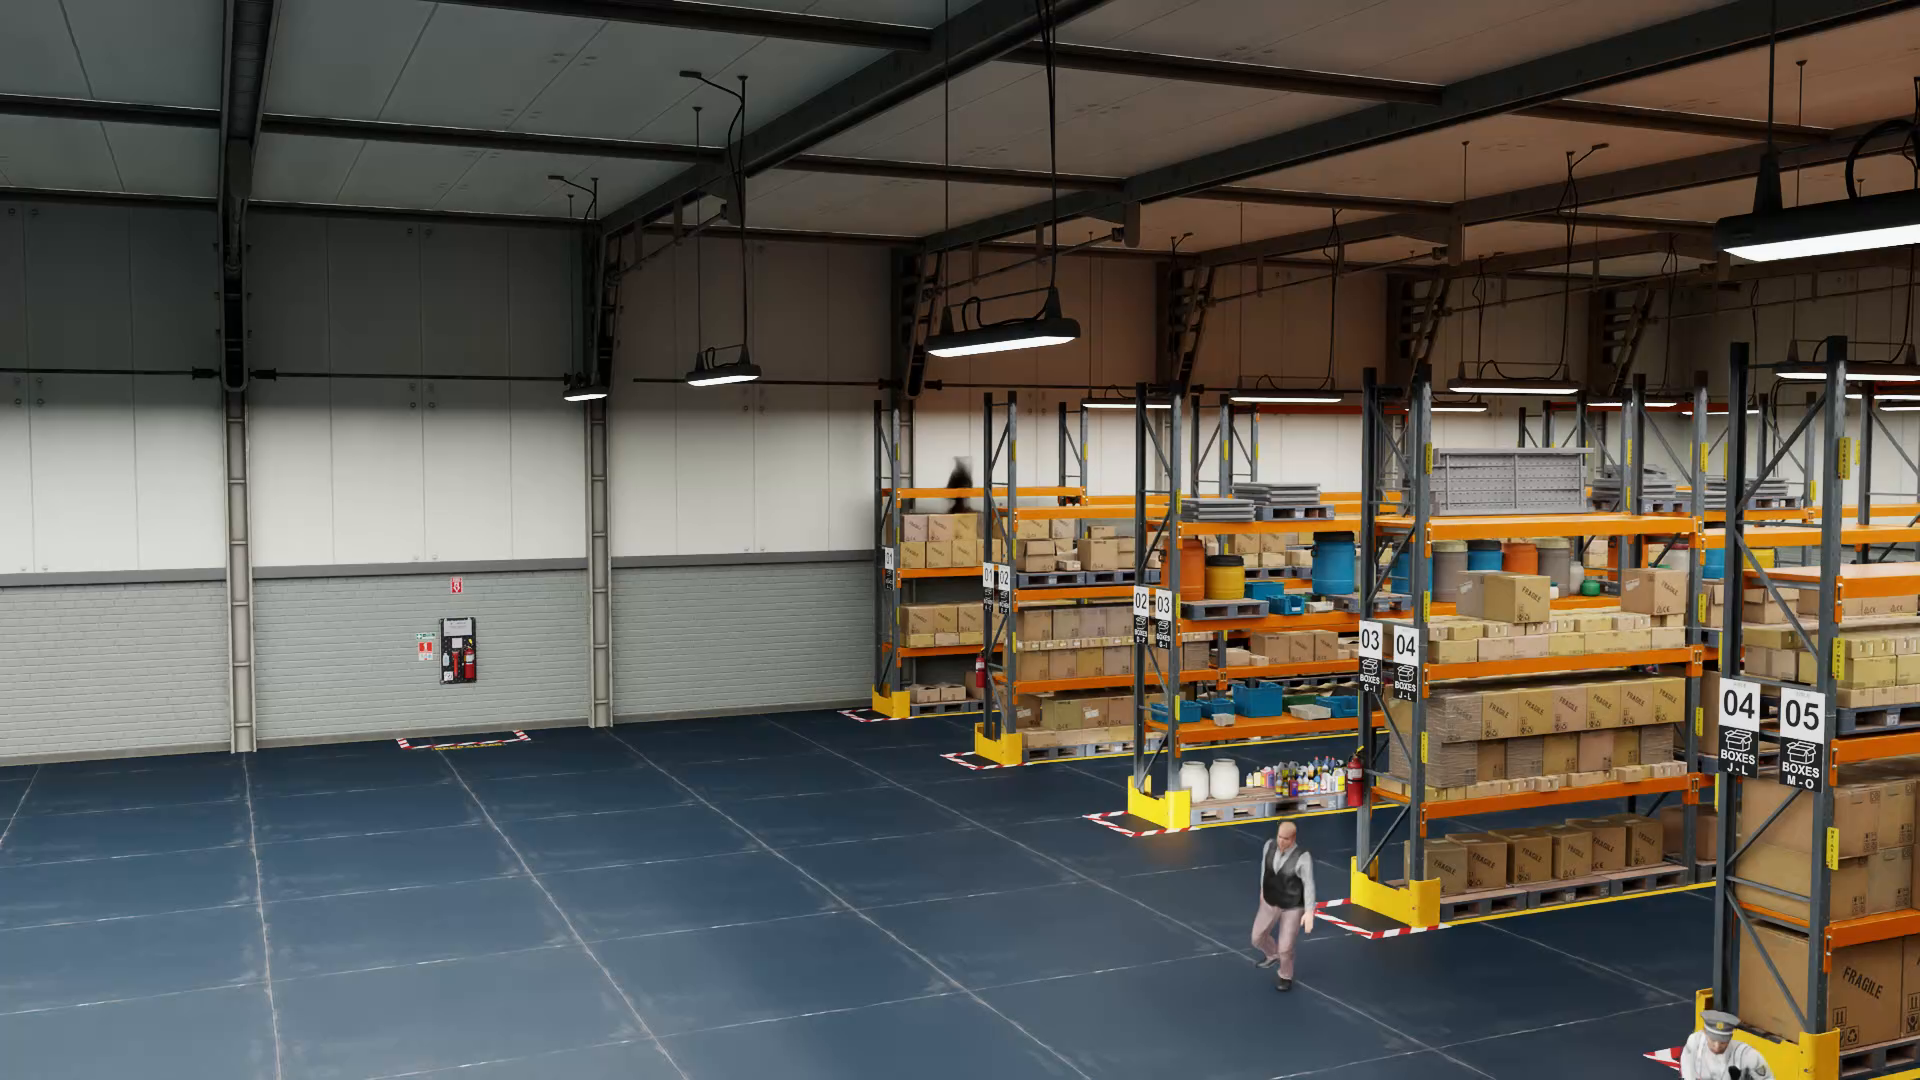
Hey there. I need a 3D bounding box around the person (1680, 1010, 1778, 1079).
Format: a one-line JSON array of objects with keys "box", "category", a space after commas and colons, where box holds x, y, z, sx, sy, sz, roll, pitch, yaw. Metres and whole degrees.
[{"box": [5.127, 3.787, 11.062, 0.617, 1.490, 0.946, 3, 4, 39], "category": "person"}]

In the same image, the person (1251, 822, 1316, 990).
[{"box": [3.070, 3.419, 15.683, 0.774, 1.640, 0.618, 3, 4, 40], "category": "person"}]
